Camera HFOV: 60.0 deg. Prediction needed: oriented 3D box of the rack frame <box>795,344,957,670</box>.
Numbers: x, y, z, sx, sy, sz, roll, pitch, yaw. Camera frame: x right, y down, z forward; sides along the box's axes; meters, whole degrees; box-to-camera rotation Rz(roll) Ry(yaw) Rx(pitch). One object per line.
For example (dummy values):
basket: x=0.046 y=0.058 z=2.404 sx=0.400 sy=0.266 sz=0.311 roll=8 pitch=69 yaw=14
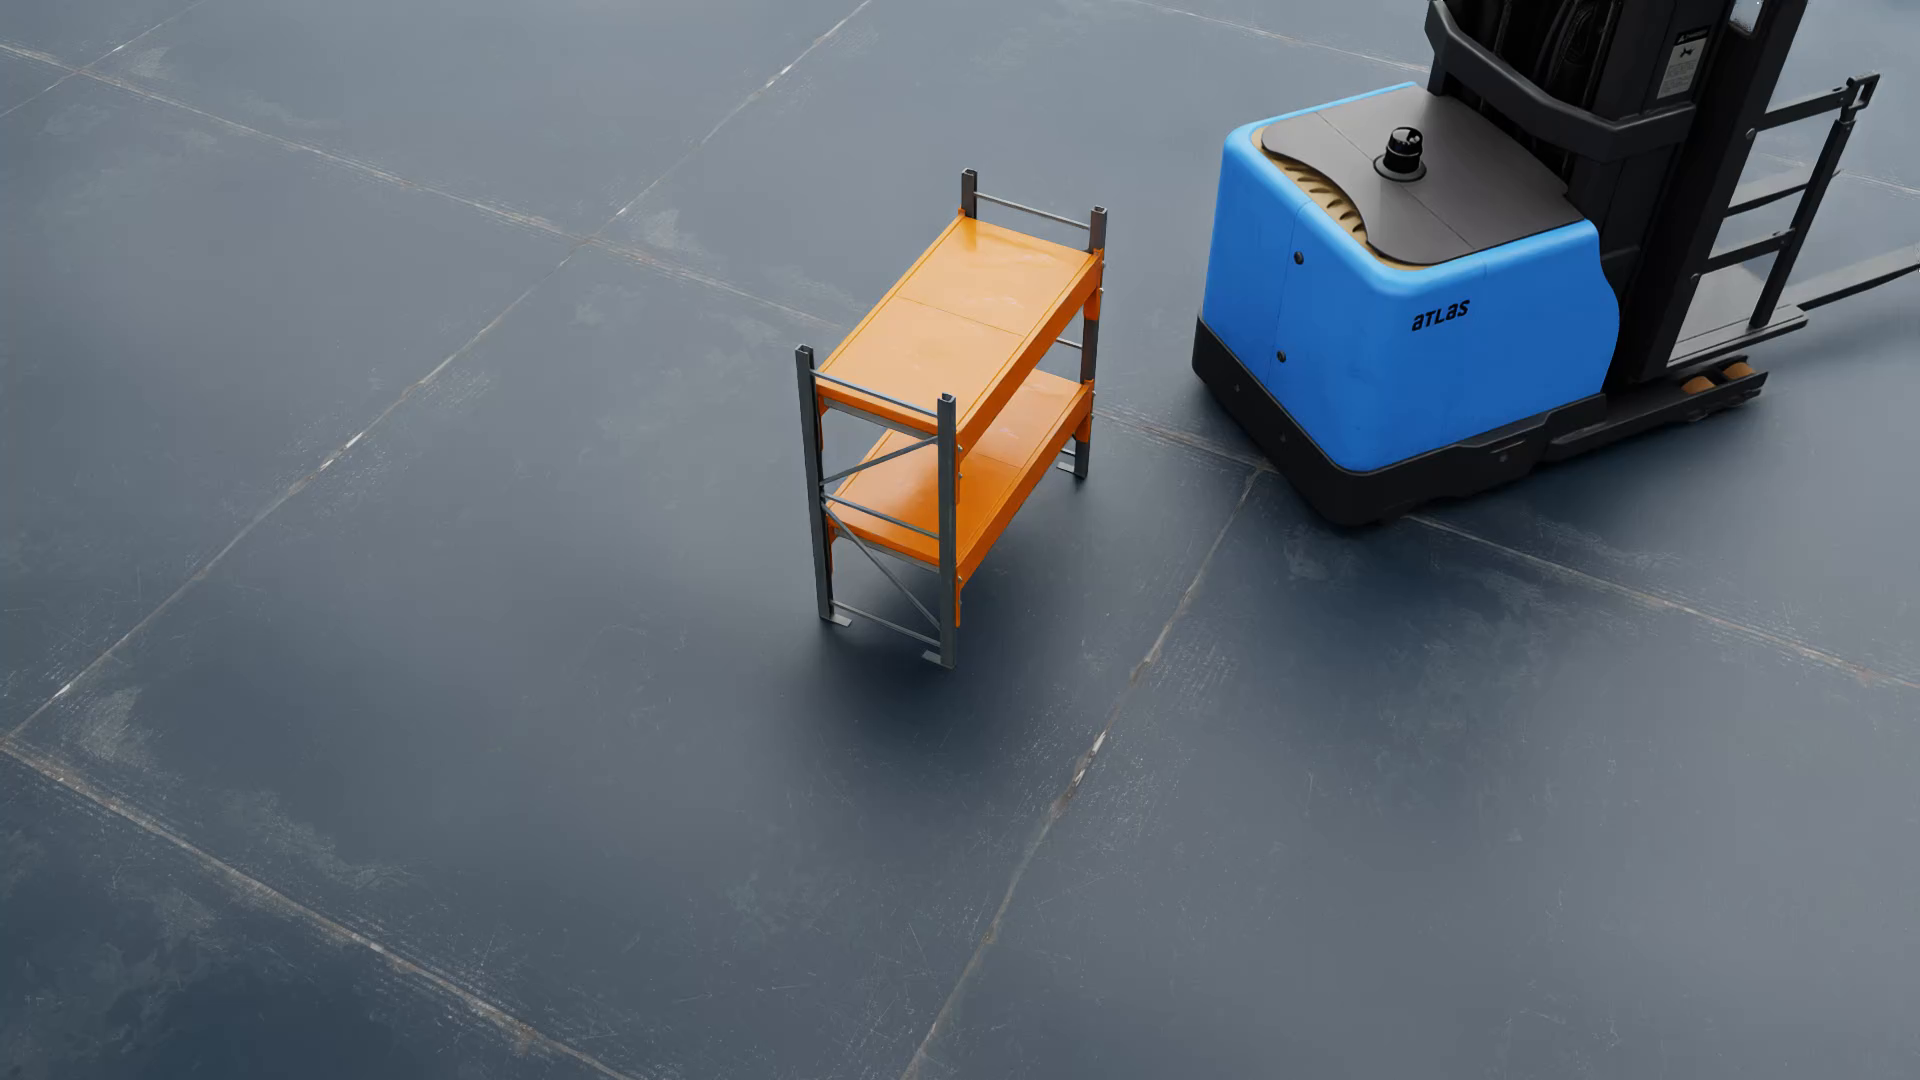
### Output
rack frame: x=-0.239 y=-0.071 z=5.029 sx=0.500 sy=1.125 sz=0.032 roll=20 pitch=49 yaw=19

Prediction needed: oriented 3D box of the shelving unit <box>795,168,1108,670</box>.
shelving unit: x=-0.003 y=-0.391 z=5.346 sx=0.538 sy=1.125 sz=1.048 roll=20 pitch=49 yaw=19

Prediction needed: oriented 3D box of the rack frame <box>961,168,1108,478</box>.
rack frame: x=0.233 y=-0.711 z=5.662 sx=0.500 sy=1.125 sz=0.032 roll=20 pitch=49 yaw=19

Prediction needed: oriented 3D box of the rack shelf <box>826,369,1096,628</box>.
rack shelf: x=-0.003 y=-0.219 z=5.520 sx=0.538 sy=0.278 sz=1.000 roll=20 pitch=49 yaw=19

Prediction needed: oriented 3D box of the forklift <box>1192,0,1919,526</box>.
forklift: x=2.438 y=-1.794 z=5.463 sx=3.031 sy=2.935 sz=1.130 roll=-18 pitch=48 yaw=-17

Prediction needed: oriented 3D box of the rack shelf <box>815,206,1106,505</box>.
rack shelf: x=-0.003 y=-0.597 z=5.138 sx=0.538 sy=0.278 sz=1.000 roll=20 pitch=49 yaw=19
